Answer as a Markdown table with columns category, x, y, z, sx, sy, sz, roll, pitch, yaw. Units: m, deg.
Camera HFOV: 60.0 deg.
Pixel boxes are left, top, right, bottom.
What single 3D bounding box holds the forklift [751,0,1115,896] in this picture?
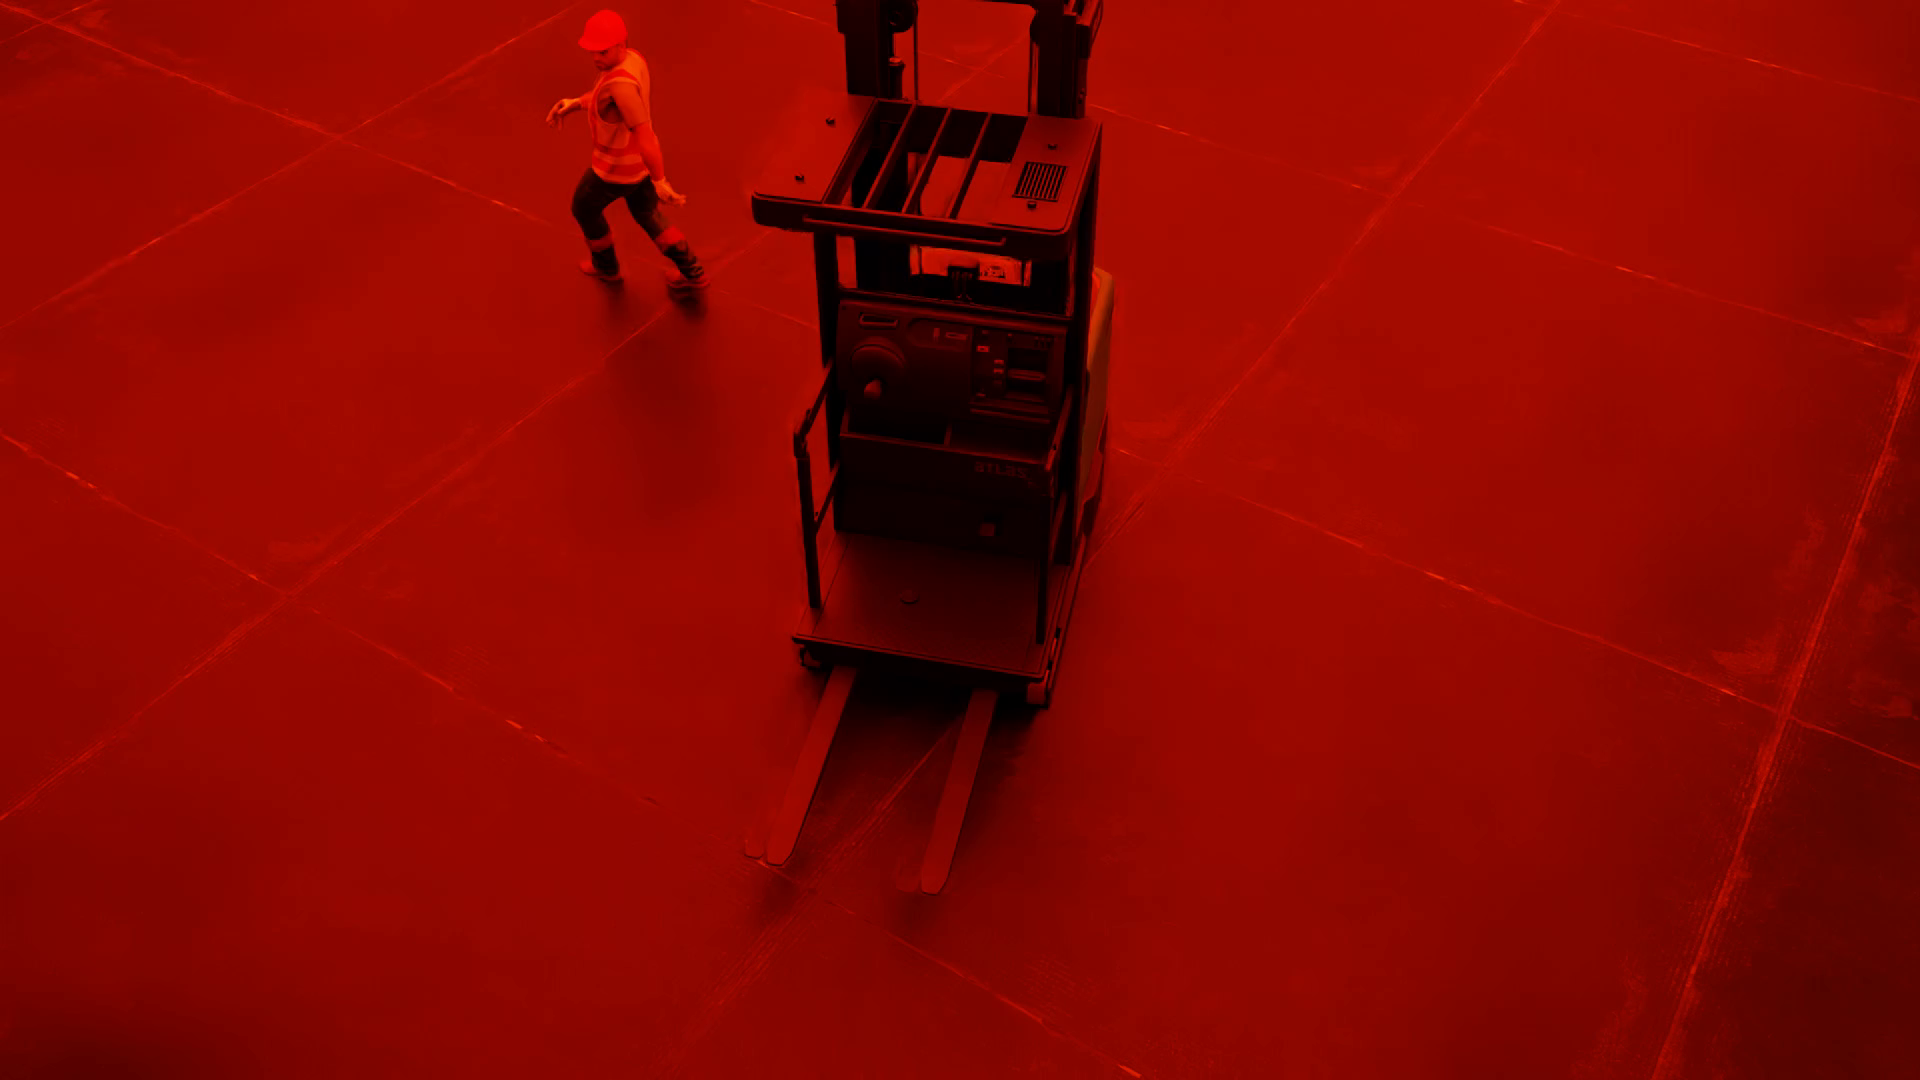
| category | x | y | z | sx | sy | sz | roll | pitch | yaw |
| --- | --- | --- | --- | --- | --- | --- | --- | --- | --- |
| forklift | -0.085 | -0.633 | 6.517 | 1.130 | 2.935 | 3.031 | 9 | 44 | 9 |

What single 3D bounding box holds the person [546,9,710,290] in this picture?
| category | x | y | z | sx | sy | sz | roll | pitch | yaw |
| --- | --- | --- | --- | --- | --- | --- | --- | --- | --- |
| person | -1.797 | -2.041 | 8.922 | 0.933 | 1.698 | 0.569 | 15 | 45 | 15 |
